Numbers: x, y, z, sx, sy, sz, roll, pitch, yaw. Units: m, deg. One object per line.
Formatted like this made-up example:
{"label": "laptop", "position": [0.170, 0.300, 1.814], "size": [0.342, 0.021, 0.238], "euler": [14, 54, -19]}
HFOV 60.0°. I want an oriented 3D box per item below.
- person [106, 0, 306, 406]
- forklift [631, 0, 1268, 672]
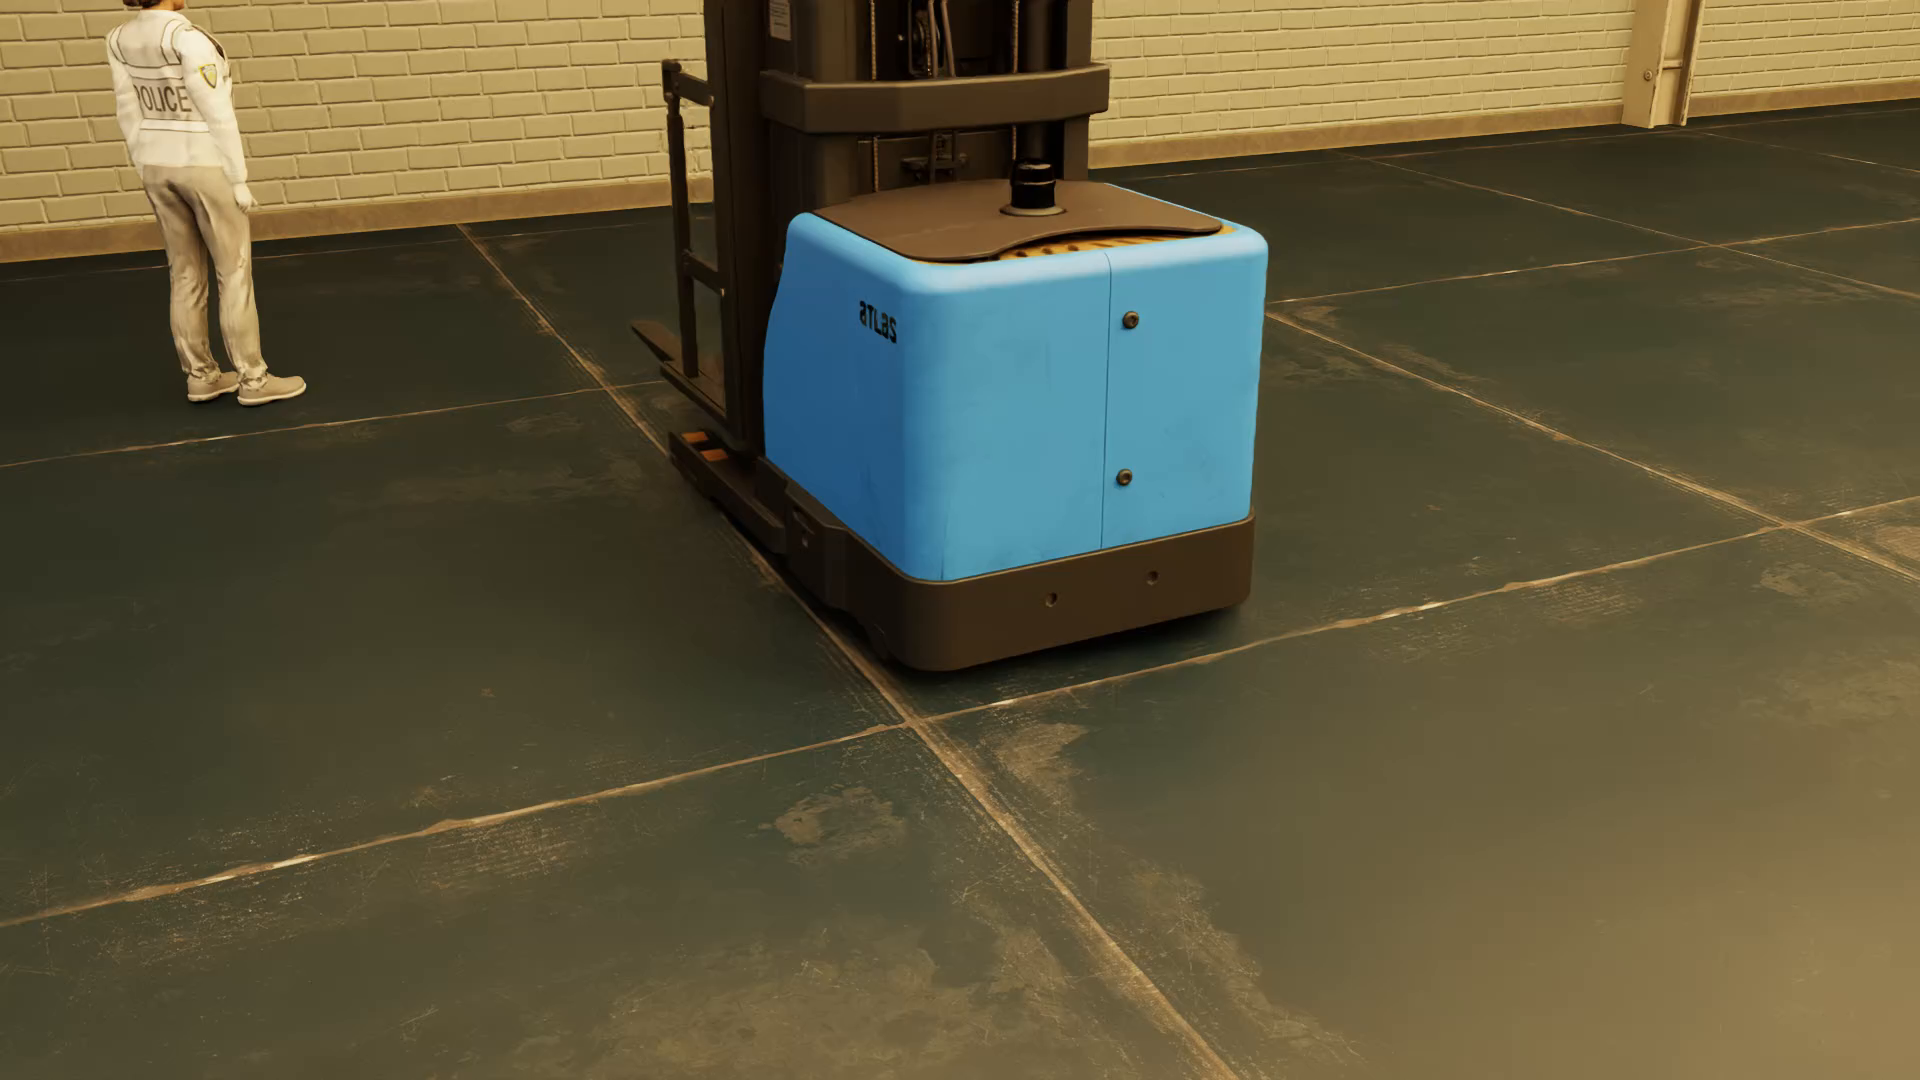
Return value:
{"label": "person", "position": [-2.811, -1.331, 6.113], "size": [0.460, 1.694, 0.359], "euler": [7, 24, 16]}
{"label": "forklift", "position": [-0.322, -1.554, 5.027], "size": [1.130, 2.935, 3.031], "euler": [-11, 25, -25]}
